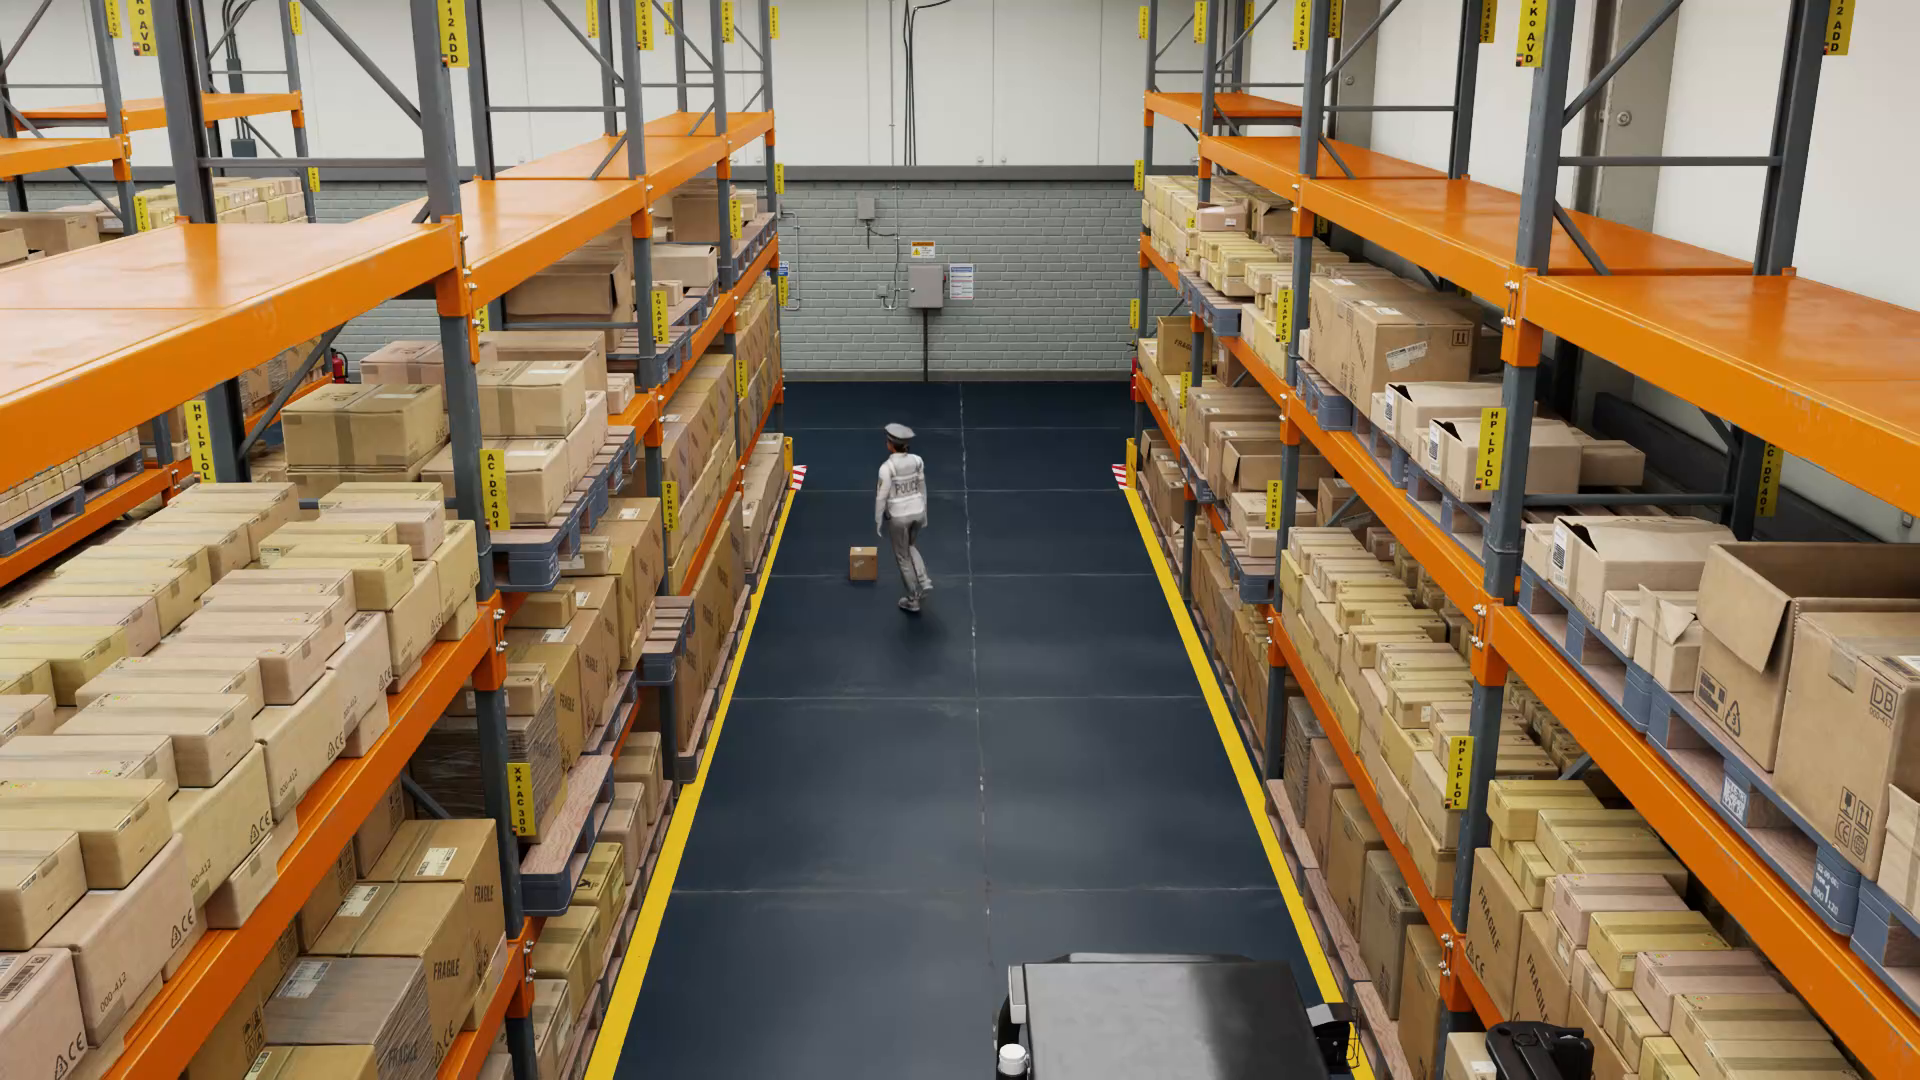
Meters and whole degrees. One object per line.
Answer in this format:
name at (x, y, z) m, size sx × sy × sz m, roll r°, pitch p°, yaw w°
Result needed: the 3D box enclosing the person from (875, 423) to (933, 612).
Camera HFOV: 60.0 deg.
person at (-0.486, -0.192, 14.566) m, size 0.551 × 1.676 × 0.442 m, roll -13°, pitch 21°, yaw -36°
